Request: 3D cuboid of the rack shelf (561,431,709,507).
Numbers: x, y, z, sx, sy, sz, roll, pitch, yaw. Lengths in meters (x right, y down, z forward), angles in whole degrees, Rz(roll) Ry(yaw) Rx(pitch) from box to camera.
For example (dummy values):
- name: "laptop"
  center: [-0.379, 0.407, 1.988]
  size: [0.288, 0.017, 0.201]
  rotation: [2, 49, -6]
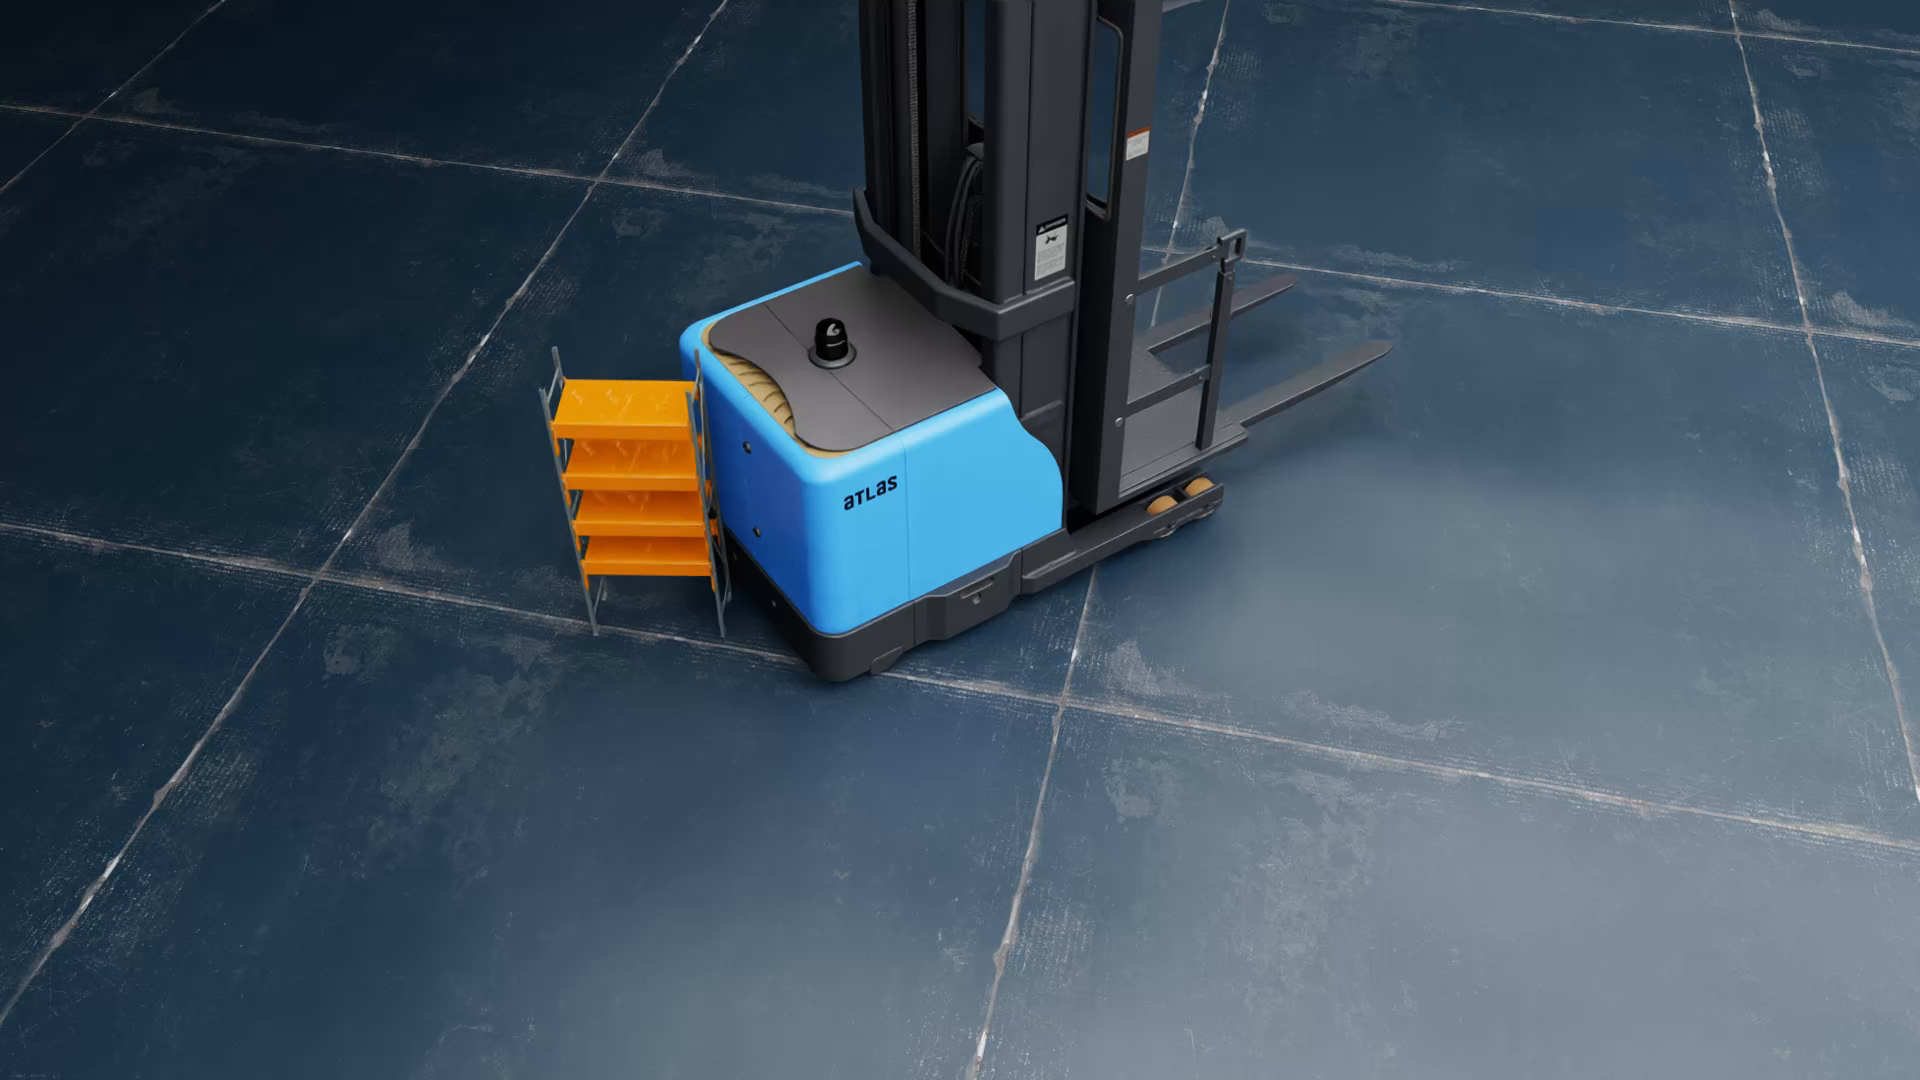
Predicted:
- name: "rack shelf"
  center: [-1.148, -0.257, 5.926]
  size: [0.480, 0.148, 0.258]
  rotation: [1, 44, 1]

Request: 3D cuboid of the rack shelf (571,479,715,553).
- name: "rack shelf"
  center: [-1.148, -0.096, 6.082]
  size: [0.480, 0.148, 0.258]
  rotation: [1, 44, 1]

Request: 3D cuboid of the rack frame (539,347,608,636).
- name: "rack frame"
  center: [-1.392, -0.147, 6.038]
  size: [0.015, 1.200, 0.240]
  rotation: [1, 44, 1]

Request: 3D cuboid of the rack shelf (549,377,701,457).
- name: "rack shelf"
  center: [-1.148, -0.428, 5.762]
  size: [0.480, 0.148, 0.258]
  rotation: [1, 44, 1]

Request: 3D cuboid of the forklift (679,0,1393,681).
- name: "forklift"
  center: [0.472, -1.348, 6.037]
  size: [3.031, 2.935, 1.130]
  rotation: [-25, 49, -24]

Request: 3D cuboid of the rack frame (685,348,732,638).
- name: "rack frame"
  center: [-0.904, -0.142, 6.032]
  size: [0.015, 1.200, 0.240]
  rotation: [1, 44, 1]

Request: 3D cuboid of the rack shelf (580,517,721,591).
- name: "rack shelf"
  center: [-1.148, 0.047, 6.219]
  size: [0.480, 0.148, 0.258]
  rotation: [1, 44, 1]

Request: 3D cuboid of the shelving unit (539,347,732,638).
- name: "shelving unit"
  center: [-1.148, -0.145, 6.035]
  size: [0.503, 1.200, 0.258]
  rotation: [1, 44, 1]
